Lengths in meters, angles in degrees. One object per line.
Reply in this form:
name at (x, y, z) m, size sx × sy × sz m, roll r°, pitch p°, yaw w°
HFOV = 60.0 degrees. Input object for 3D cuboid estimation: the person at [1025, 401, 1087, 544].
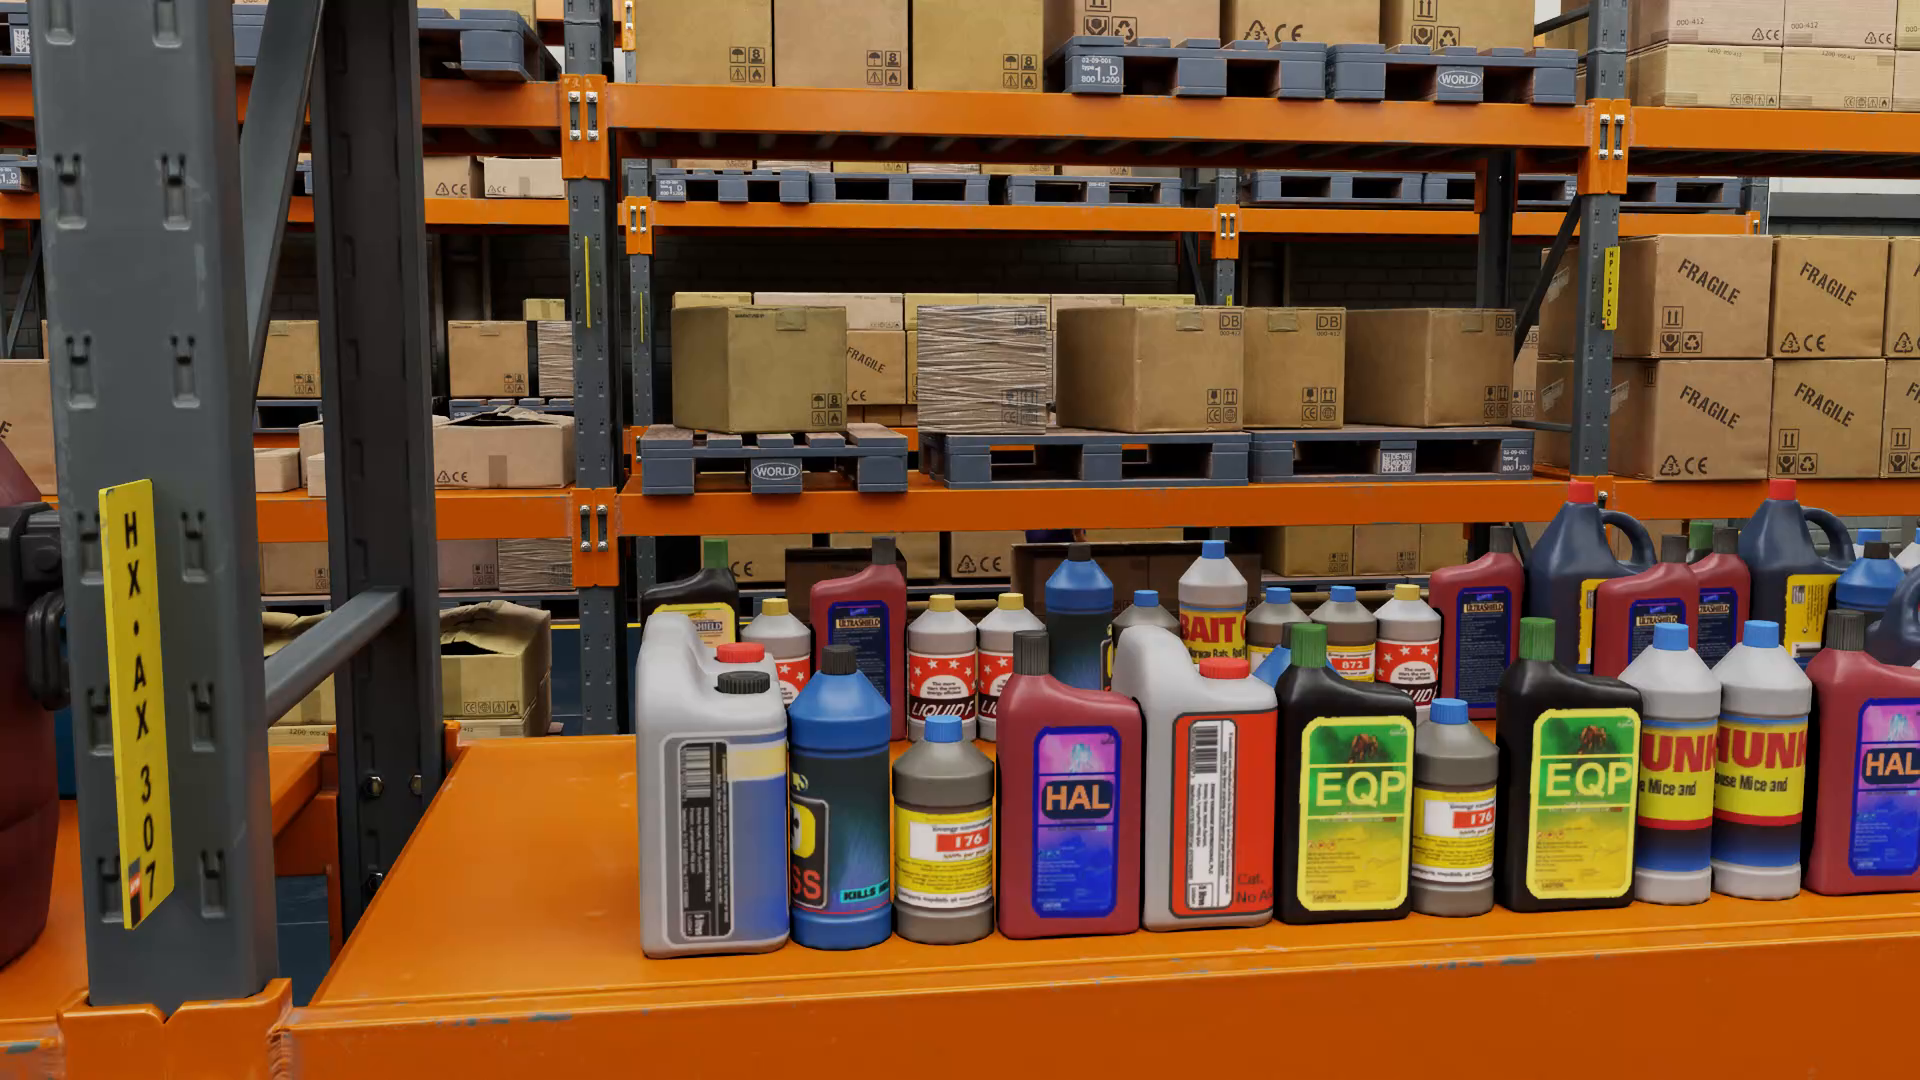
person at (0.588, -0.036, 9.189) m, size 0.416 × 1.652 × 0.554 m, roll -1°, pitch 7°, yaw -10°
